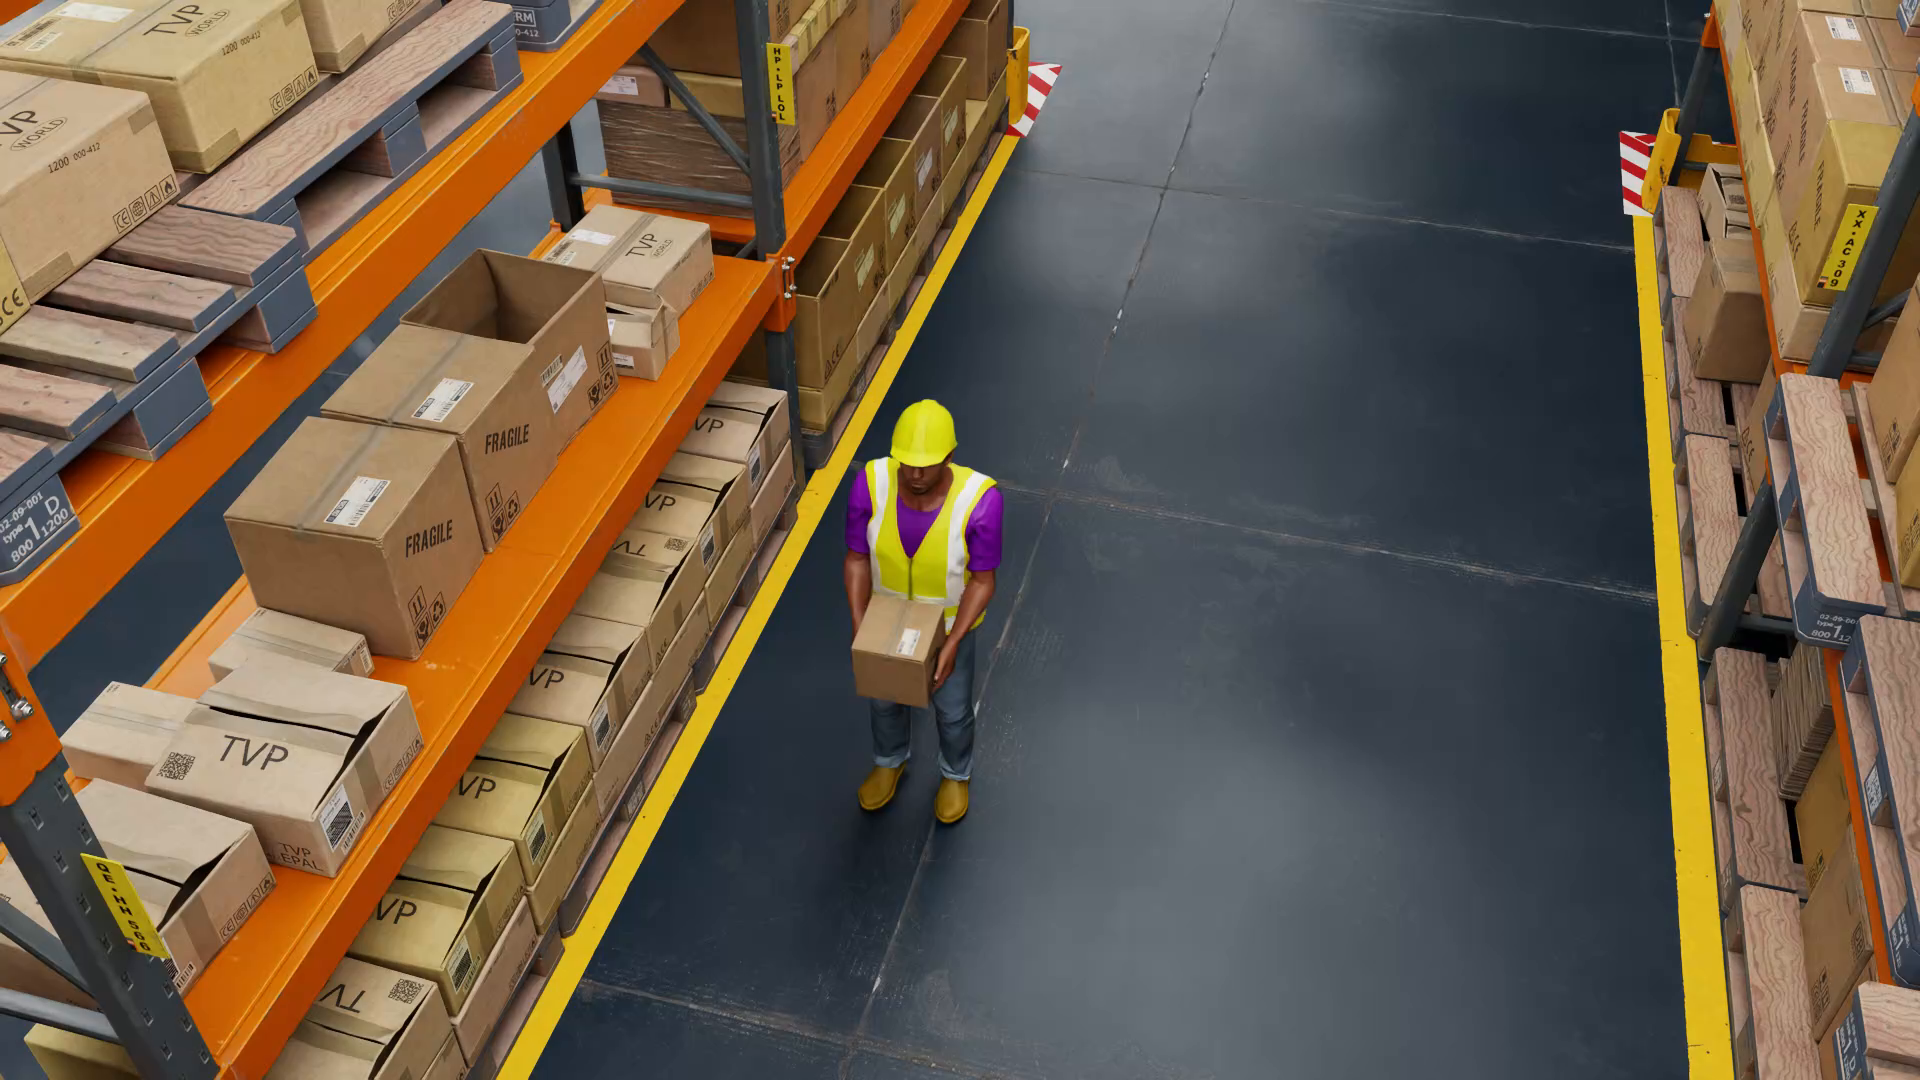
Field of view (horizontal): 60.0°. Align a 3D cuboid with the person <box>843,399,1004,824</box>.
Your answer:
[{"bbox_3d":[-0.148,0.313,5.775,0.548,1.770,0.541,10,42,11],"label":"person"}]
